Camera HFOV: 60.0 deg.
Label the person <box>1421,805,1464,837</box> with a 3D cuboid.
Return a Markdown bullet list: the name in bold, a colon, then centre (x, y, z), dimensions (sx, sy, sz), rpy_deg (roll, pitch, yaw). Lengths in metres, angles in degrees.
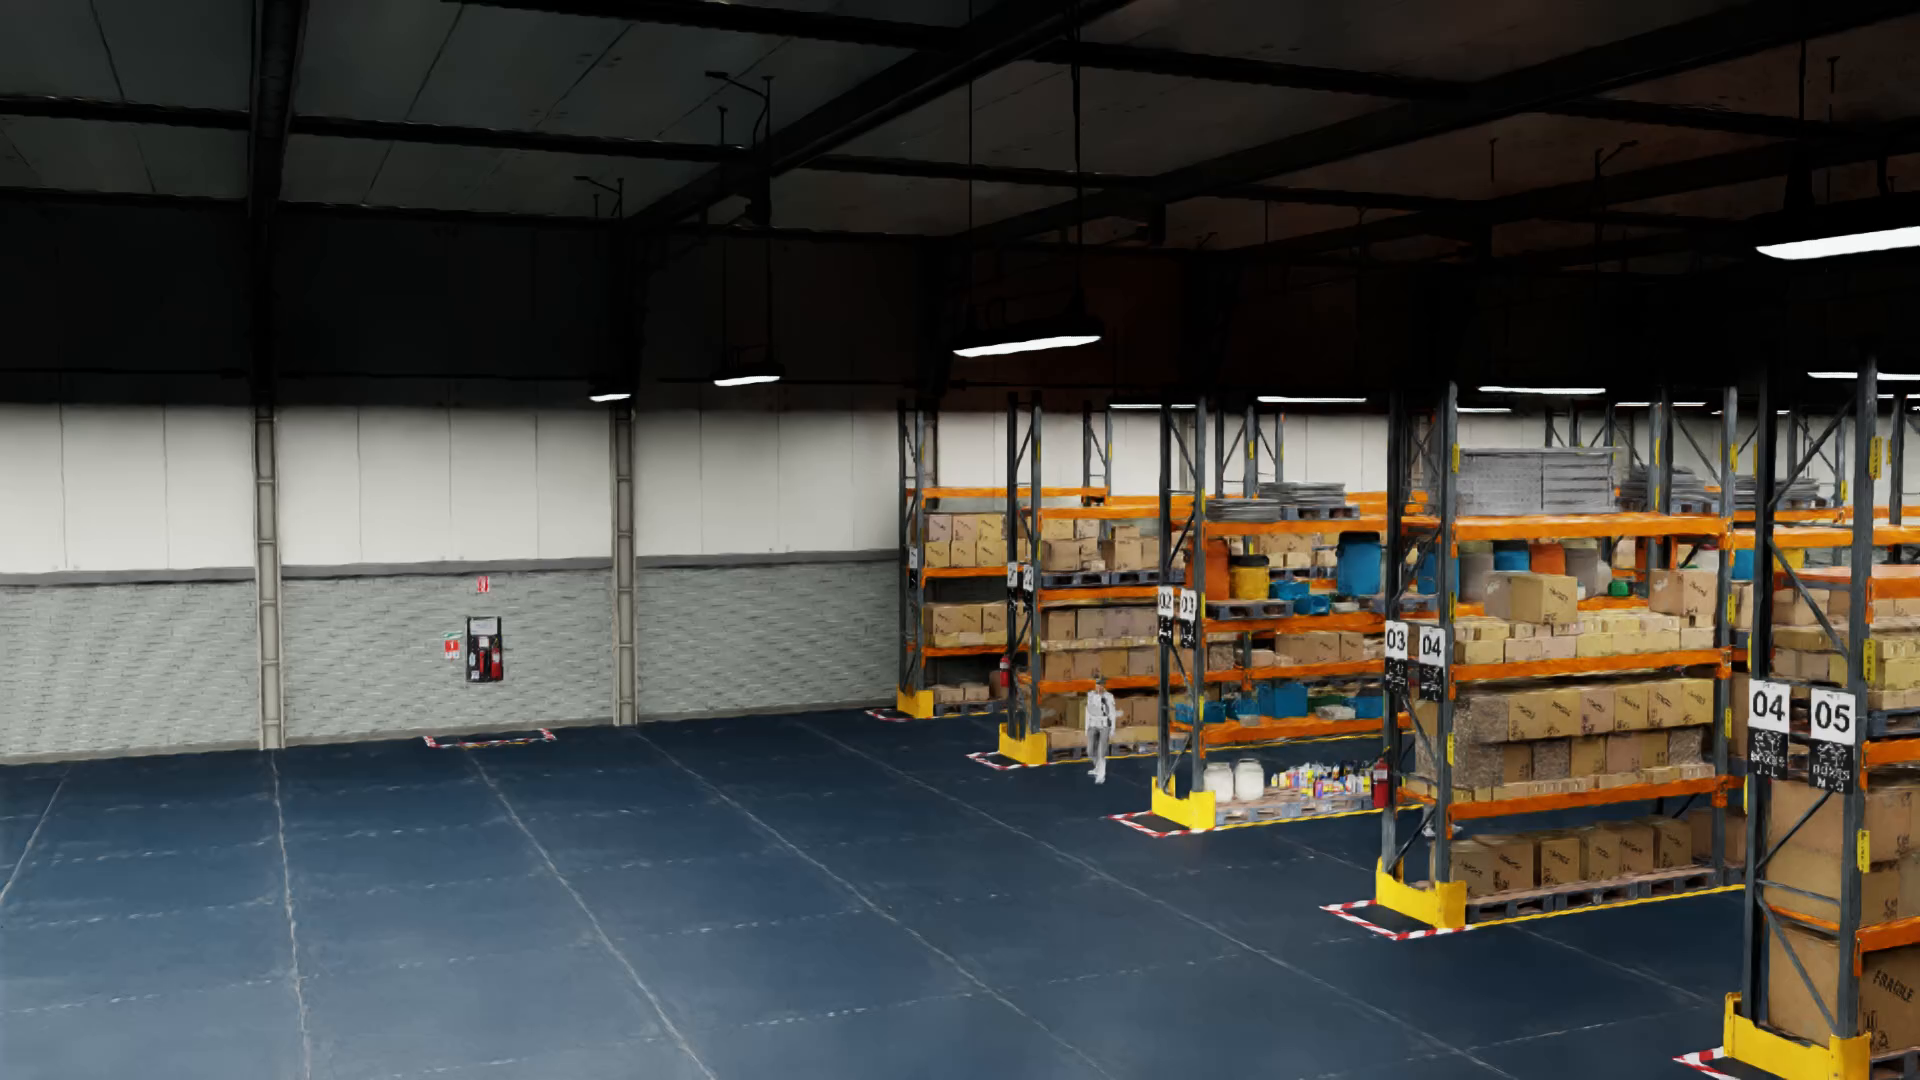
- **person**: centre (6.333, 2.981, 21.823), dimensions (0.463, 1.782, 0.598), rpy_deg (3, 4, 39)

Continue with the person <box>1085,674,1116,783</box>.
- **person**: centre (2.158, 2.850, 25.387), dimensions (0.531, 1.664, 0.532), rpy_deg (2, 4, 31)
